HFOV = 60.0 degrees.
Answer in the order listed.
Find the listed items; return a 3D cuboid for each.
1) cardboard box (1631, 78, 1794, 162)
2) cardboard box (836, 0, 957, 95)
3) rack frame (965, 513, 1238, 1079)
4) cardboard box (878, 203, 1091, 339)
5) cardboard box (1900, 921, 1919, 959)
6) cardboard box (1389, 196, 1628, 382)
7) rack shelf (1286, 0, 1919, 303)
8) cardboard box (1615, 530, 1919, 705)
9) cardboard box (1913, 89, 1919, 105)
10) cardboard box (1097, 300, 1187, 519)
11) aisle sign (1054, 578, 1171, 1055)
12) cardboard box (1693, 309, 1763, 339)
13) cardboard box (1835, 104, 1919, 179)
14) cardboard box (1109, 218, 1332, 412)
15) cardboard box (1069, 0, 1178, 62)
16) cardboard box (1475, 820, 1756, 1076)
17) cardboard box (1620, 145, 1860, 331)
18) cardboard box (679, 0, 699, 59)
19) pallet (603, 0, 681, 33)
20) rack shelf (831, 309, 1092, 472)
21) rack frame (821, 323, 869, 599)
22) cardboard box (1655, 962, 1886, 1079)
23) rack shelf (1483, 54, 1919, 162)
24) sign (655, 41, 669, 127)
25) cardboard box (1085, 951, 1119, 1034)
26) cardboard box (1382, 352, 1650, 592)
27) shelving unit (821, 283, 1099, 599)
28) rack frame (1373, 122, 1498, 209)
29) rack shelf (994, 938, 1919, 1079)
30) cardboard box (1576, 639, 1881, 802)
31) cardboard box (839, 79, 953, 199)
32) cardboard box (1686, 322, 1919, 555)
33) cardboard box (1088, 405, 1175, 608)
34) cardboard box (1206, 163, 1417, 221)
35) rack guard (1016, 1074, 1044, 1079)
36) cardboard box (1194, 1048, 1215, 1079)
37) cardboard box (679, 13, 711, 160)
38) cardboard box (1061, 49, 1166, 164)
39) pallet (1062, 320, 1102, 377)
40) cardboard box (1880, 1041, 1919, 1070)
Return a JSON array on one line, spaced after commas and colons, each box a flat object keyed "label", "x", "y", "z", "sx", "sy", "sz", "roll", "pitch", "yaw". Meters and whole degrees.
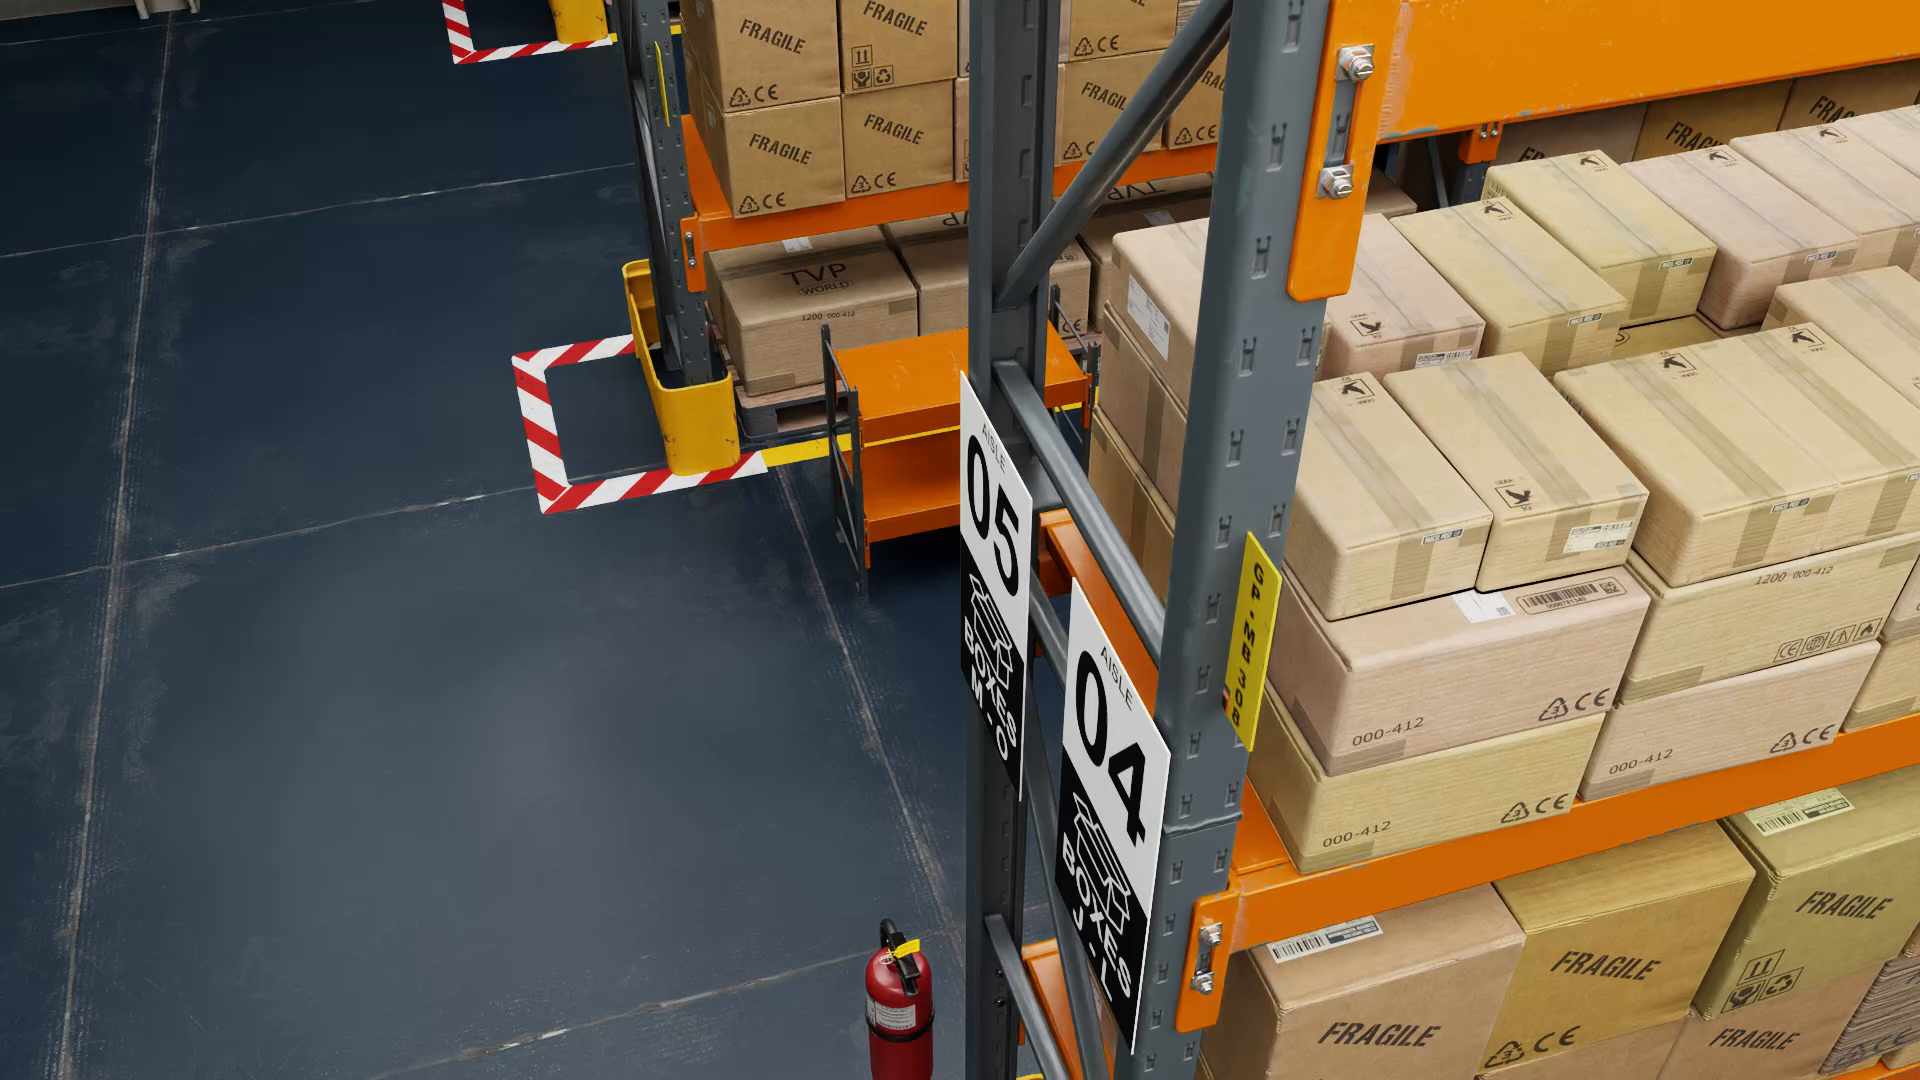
[{"label": "cardboard box", "x": 3.880, "y": -2.334, "z": 9.287, "sx": 0.875, "sy": 0.875, "sz": 0.875, "roll": -11, "pitch": 42, "yaw": -12}, {"label": "cardboard box", "x": -0.327, "y": -2.266, "z": 7.077, "sx": 0.500, "sy": 0.500, "sz": 0.500, "roll": -13, "pitch": 43, "yaw": -14}, {"label": "rack frame", "x": 0.222, "y": 1.257, "z": 3.881, "sx": 0.127, "sy": 3.000, "sz": 1.000, "roll": -12, "pitch": 42, "yaw": -13}, {"label": "cardboard box", "x": 0.108, "y": -1.402, "z": 8.552, "sx": 0.875, "sy": 0.438, "sz": 0.875, "roll": -11, "pitch": 42, "yaw": -12}, {"label": "cardboard box", "x": 2.197, "y": 0.513, "z": 3.670, "sx": 0.500, "sy": 0.500, "sz": 0.500, "roll": -13, "pitch": 43, "yaw": -14}, {"label": "cardboard box", "x": 0.960, "y": -0.443, "z": 2.978, "sx": 0.250, "sy": 0.149, "sz": 0.380, "roll": -13, "pitch": 43, "yaw": -14}, {"label": "rack shelf", "x": 2.129, "y": -1.125, "z": 2.597, "sx": 4.000, "sy": 0.370, "sz": 1.077, "roll": -12, "pitch": 42, "yaw": -13}, {"label": "cardboard box", "x": 1.216, "y": -0.032, "z": 2.810, "sx": 0.500, "sy": 0.250, "sz": 0.500, "roll": -12, "pitch": 43, "yaw": -14}, {"label": "cardboard box", "x": 5.585, "y": -2.684, "z": 9.687, "sx": 0.875, "sy": 0.875, "sz": 0.875, "roll": -12, "pitch": 43, "yaw": -13}, {"label": "cardboard box", "x": 0.585, "y": -0.255, "z": 3.066, "sx": 0.500, "sy": 0.250, "sz": 0.500, "roll": -13, "pitch": 43, "yaw": -14}, {"label": "aisle sign", "x": 0.242, "y": 0.481, "z": 2.793, "sx": 0.004, "sy": 0.787, "sz": 0.394, "roll": -12, "pitch": 42, "yaw": -13}, {"label": "cardboard box", "x": 1.561, "y": -0.456, "z": 3.296, "sx": 0.500, "sy": 0.250, "sz": 0.500, "roll": -11, "pitch": 42, "yaw": -12}, {"label": "cardboard box", "x": 1.925, "y": -0.695, "z": 3.266, "sx": 0.250, "sy": 0.149, "sz": 0.380, "roll": -13, "pitch": 43, "yaw": -14}, {"label": "cardboard box", "x": 0.451, "y": -0.404, "z": 2.934, "sx": 0.250, "sy": 0.149, "sz": 0.380, "roll": -12, "pitch": 43, "yaw": -13}, {"label": "cardboard box", "x": 0.637, "y": -2.472, "z": 7.313, "sx": 0.500, "sy": 0.500, "sz": 0.500, "roll": -12, "pitch": 42, "yaw": -13}, {"label": "cardboard box", "x": 1.209, "y": 0.705, "z": 3.451, "sx": 0.500, "sy": 0.500, "sz": 0.500, "roll": -11, "pitch": 42, "yaw": -12}, {"label": "cardboard box", "x": 1.439, "y": -0.575, "z": 3.129, "sx": 0.250, "sy": 0.149, "sz": 0.380, "roll": -13, "pitch": 43, "yaw": -14}, {"label": "cardboard box", "x": -0.973, "y": -2.488, "z": 7.332, "sx": 0.500, "sy": 0.500, "sz": 0.500, "roll": -10, "pitch": 42, "yaw": -12}, {"label": "pallet", "x": -2.023, "y": -4.066, "z": 12.094, "sx": 1.213, "sy": 0.211, "sz": 1.003, "roll": -12, "pitch": 42, "yaw": -13}, {"label": "rack shelf", "x": -0.006, "y": -0.643, "z": 7.035, "sx": 1.000, "sy": 0.278, "sz": 0.538, "roll": -12, "pitch": 42, "yaw": -13}, {"label": "rack frame", "x": -0.491, "y": -0.322, "z": 7.113, "sx": 0.032, "sy": 1.125, "sz": 0.500, "roll": -12, "pitch": 42, "yaw": -13}, {"label": "cardboard box", "x": 1.707, "y": 0.982, "z": 3.894, "sx": 0.500, "sy": 0.500, "sz": 0.500, "roll": -11, "pitch": 42, "yaw": -12}, {"label": "rack shelf", "x": 4.361, "y": -2.744, "z": 9.007, "sx": 4.000, "sy": 0.370, "sz": 1.077, "roll": -12, "pitch": 42, "yaw": -13}, {"label": "sign", "x": -1.201, "y": -1.836, "z": 6.703, "sx": 0.005, "sy": 0.325, "sz": 0.100, "roll": -12, "pitch": 42, "yaw": -13}, {"label": "cardboard box", "x": 0.573, "y": 0.857, "z": 4.036, "sx": 0.500, "sy": 0.500, "sz": 0.500, "roll": -11, "pitch": 42, "yaw": -12}, {"label": "cardboard box", "x": 0.848, "y": -0.115, "z": 2.602, "sx": 0.250, "sy": 0.149, "sz": 0.380, "roll": -10, "pitch": 42, "yaw": -11}, {"label": "shelving unit", "x": -0.006, "y": -0.422, "z": 7.228, "sx": 1.048, "sy": 1.125, "sz": 0.538, "roll": -12, "pitch": 42, "yaw": -13}, {"label": "rack frame", "x": 2.454, "y": -2.620, "z": 8.318, "sx": 0.127, "sy": 3.000, "sz": 1.000, "roll": -12, "pitch": 42, "yaw": -13}, {"label": "rack shelf", "x": 2.129, "y": 1.133, "z": 4.570, "sx": 4.000, "sy": 0.370, "sz": 1.077, "roll": -12, "pitch": 42, "yaw": -13}, {"label": "cardboard box", "x": 1.230, "y": 0.154, "z": 2.977, "sx": 0.500, "sy": 0.250, "sz": 0.500, "roll": -10, "pitch": 42, "yaw": -12}, {"label": "cardboard box", "x": -0.343, "y": -1.899, "z": 7.417, "sx": 0.500, "sy": 0.500, "sz": 0.500, "roll": -12, "pitch": 43, "yaw": -14}, {"label": "cardboard box", "x": 1.360, "y": -0.170, "z": 2.665, "sx": 0.250, "sy": 0.149, "sz": 0.380, "roll": -11, "pitch": 42, "yaw": -12}, {"label": "cardboard box", "x": 0.576, "y": -0.072, "z": 3.236, "sx": 0.500, "sy": 0.250, "sz": 0.500, "roll": -13, "pitch": 43, "yaw": -14}, {"label": "cardboard box", "x": 1.823, "y": -1.756, "z": 8.958, "sx": 0.875, "sy": 0.438, "sz": 0.875, "roll": -12, "pitch": 43, "yaw": -14}, {"label": "rack guard", "x": 0.294, "y": 2.184, "z": 4.720, "sx": 0.348, "sy": 0.500, "sz": 1.175, "roll": -12, "pitch": 42, "yaw": -13}, {"label": "cardboard box", "x": 0.733, "y": 1.192, "z": 3.653, "sx": 0.500, "sy": 0.500, "sz": 0.500, "roll": -10, "pitch": 42, "yaw": -11}, {"label": "cardboard box", "x": -0.981, "y": -2.128, "z": 7.680, "sx": 0.500, "sy": 0.500, "sz": 0.500, "roll": -11, "pitch": 42, "yaw": -13}, {"label": "cardboard box", "x": 0.620, "y": -2.098, "z": 7.645, "sx": 0.500, "sy": 0.500, "sz": 0.500, "roll": -10, "pitch": 42, "yaw": -12}, {"label": "pallet", "x": 0.539, "y": -1.225, "z": 8.841, "sx": 1.213, "sy": 0.211, "sz": 1.003, "roll": -12, "pitch": 42, "yaw": -13}, {"label": "cardboard box", "x": 2.365, "y": 1.119, "z": 4.230, "sx": 0.250, "sy": 0.149, "sz": 0.380, "roll": -11, "pitch": 42, "yaw": -12}]
